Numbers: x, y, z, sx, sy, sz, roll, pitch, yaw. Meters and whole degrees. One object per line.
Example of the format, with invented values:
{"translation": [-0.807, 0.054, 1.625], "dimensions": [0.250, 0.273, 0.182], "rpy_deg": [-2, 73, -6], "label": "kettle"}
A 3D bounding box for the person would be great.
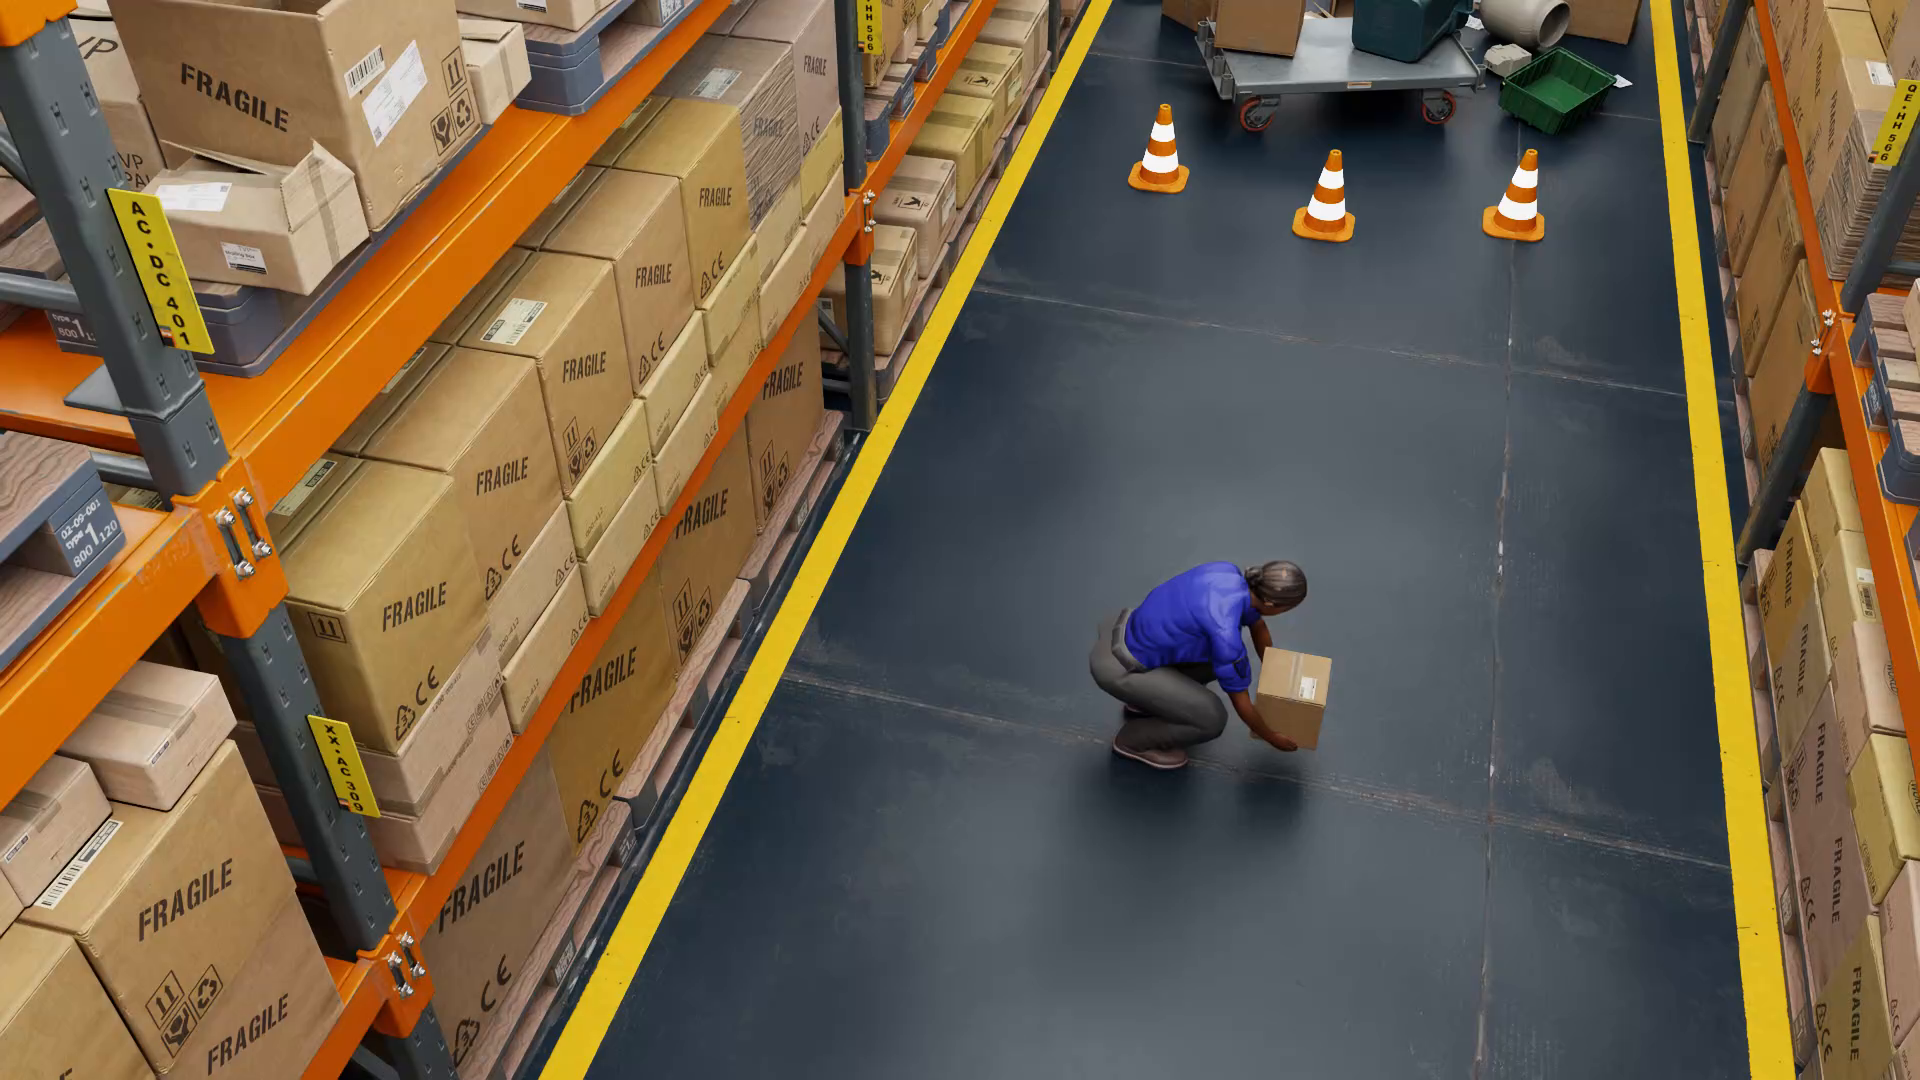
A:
{"translation": [0.910, 0.429, 6.241], "dimensions": [0.825, 0.919, 0.496], "rpy_deg": [10, 42, 11], "label": "person"}
